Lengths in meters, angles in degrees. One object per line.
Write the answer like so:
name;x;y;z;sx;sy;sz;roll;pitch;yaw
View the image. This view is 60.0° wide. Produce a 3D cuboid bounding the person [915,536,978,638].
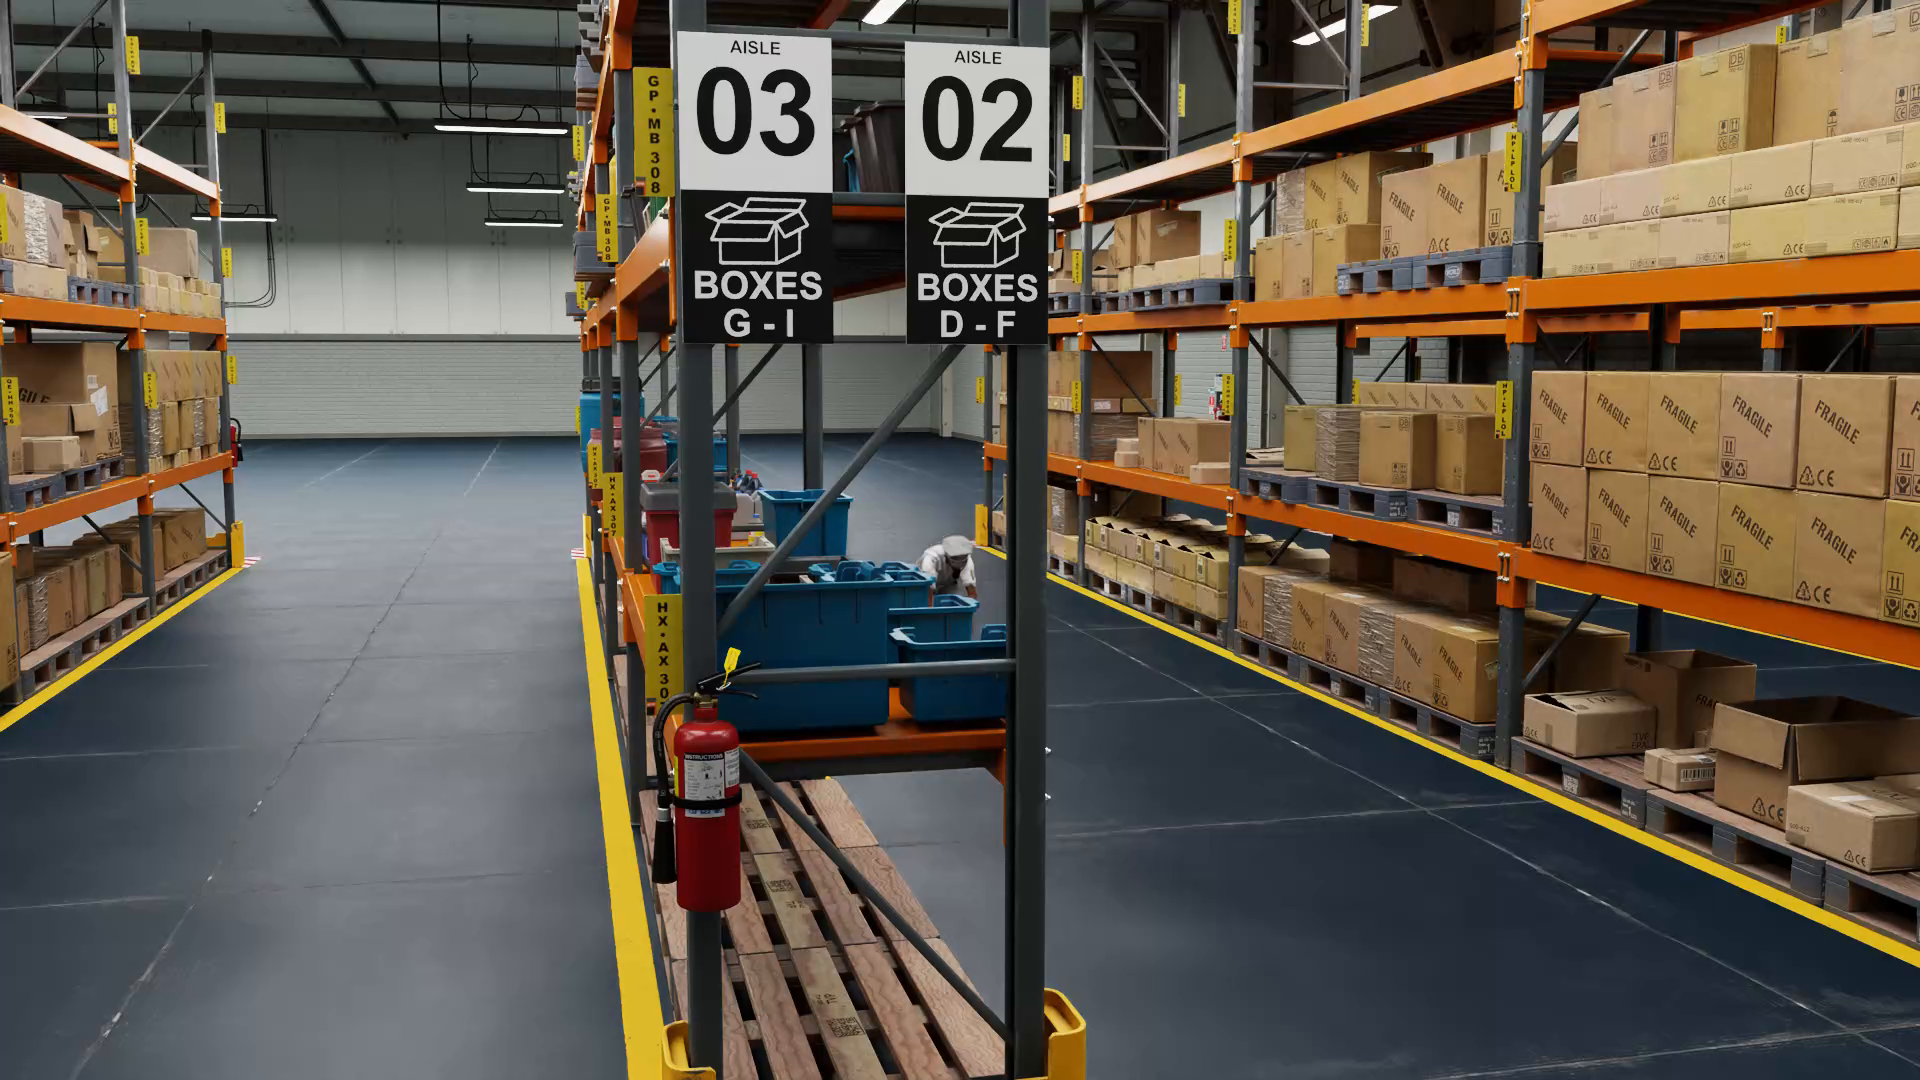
person;-0.138;0.424;13.539;0.486;0.968;0.858;-2;6;-14
